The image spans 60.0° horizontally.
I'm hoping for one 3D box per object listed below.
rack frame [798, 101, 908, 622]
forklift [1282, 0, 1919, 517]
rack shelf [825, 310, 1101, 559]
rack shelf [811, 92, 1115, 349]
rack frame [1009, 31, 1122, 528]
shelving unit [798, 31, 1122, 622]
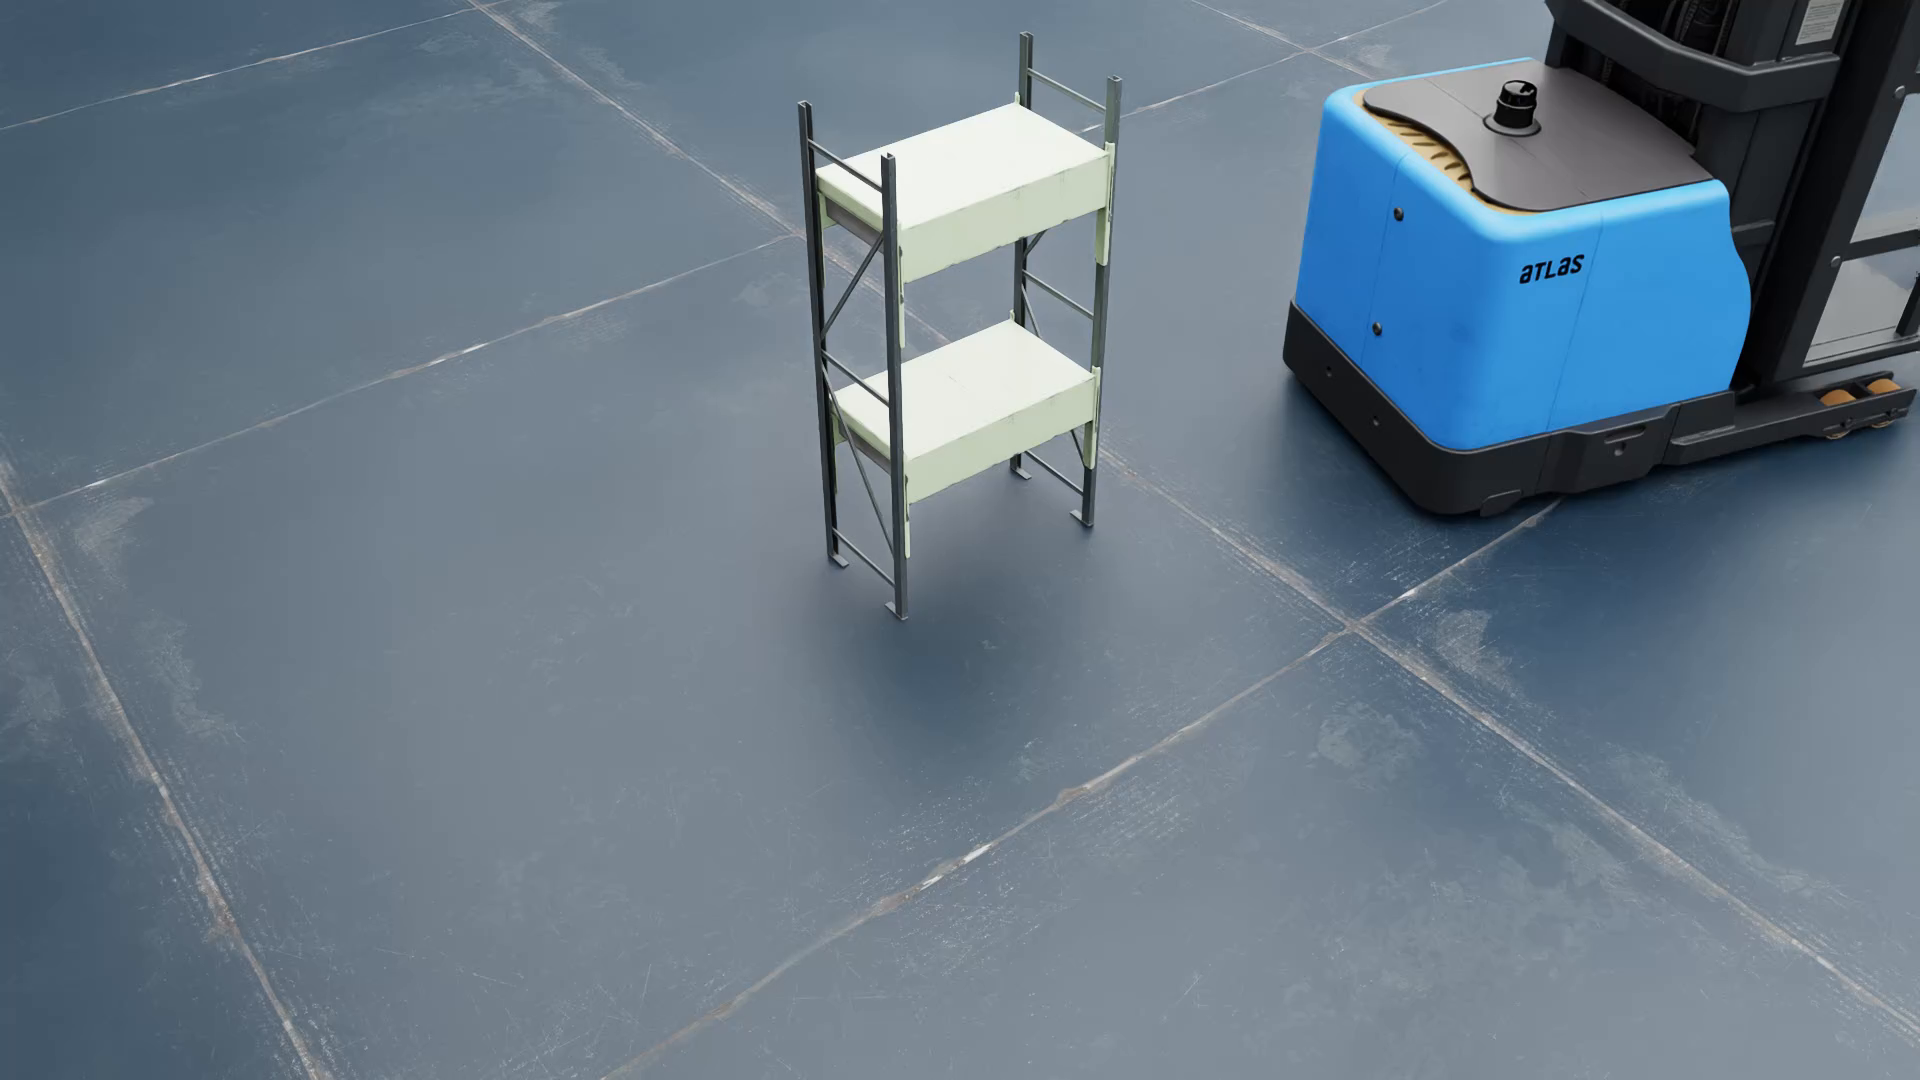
[{"bbox_3d":[-0.285,-0.441,4.605,0.023,1.500,0.400,-26,46,-28],"label":"rack frame"},{"bbox_3d":[2.721,-1.779,5.107,3.031,2.935,1.130,-13,41,-15],"label":"forklift"},{"bbox_3d":[0.005,-0.330,4.984,0.720,0.370,0.431,-26,46,-28],"label":"rack shelf"},{"bbox_3d":[0.005,-0.884,4.530,0.720,0.370,0.431,-26,46,-28],"label":"rack shelf"},{"bbox_3d":[0.295,-0.724,4.950,0.023,1.500,0.400,-26,46,-28],"label":"rack frame"},{"bbox_3d":[0.005,-0.582,4.777,0.755,1.500,0.431,-26,46,-28],"label":"shelving unit"}]
